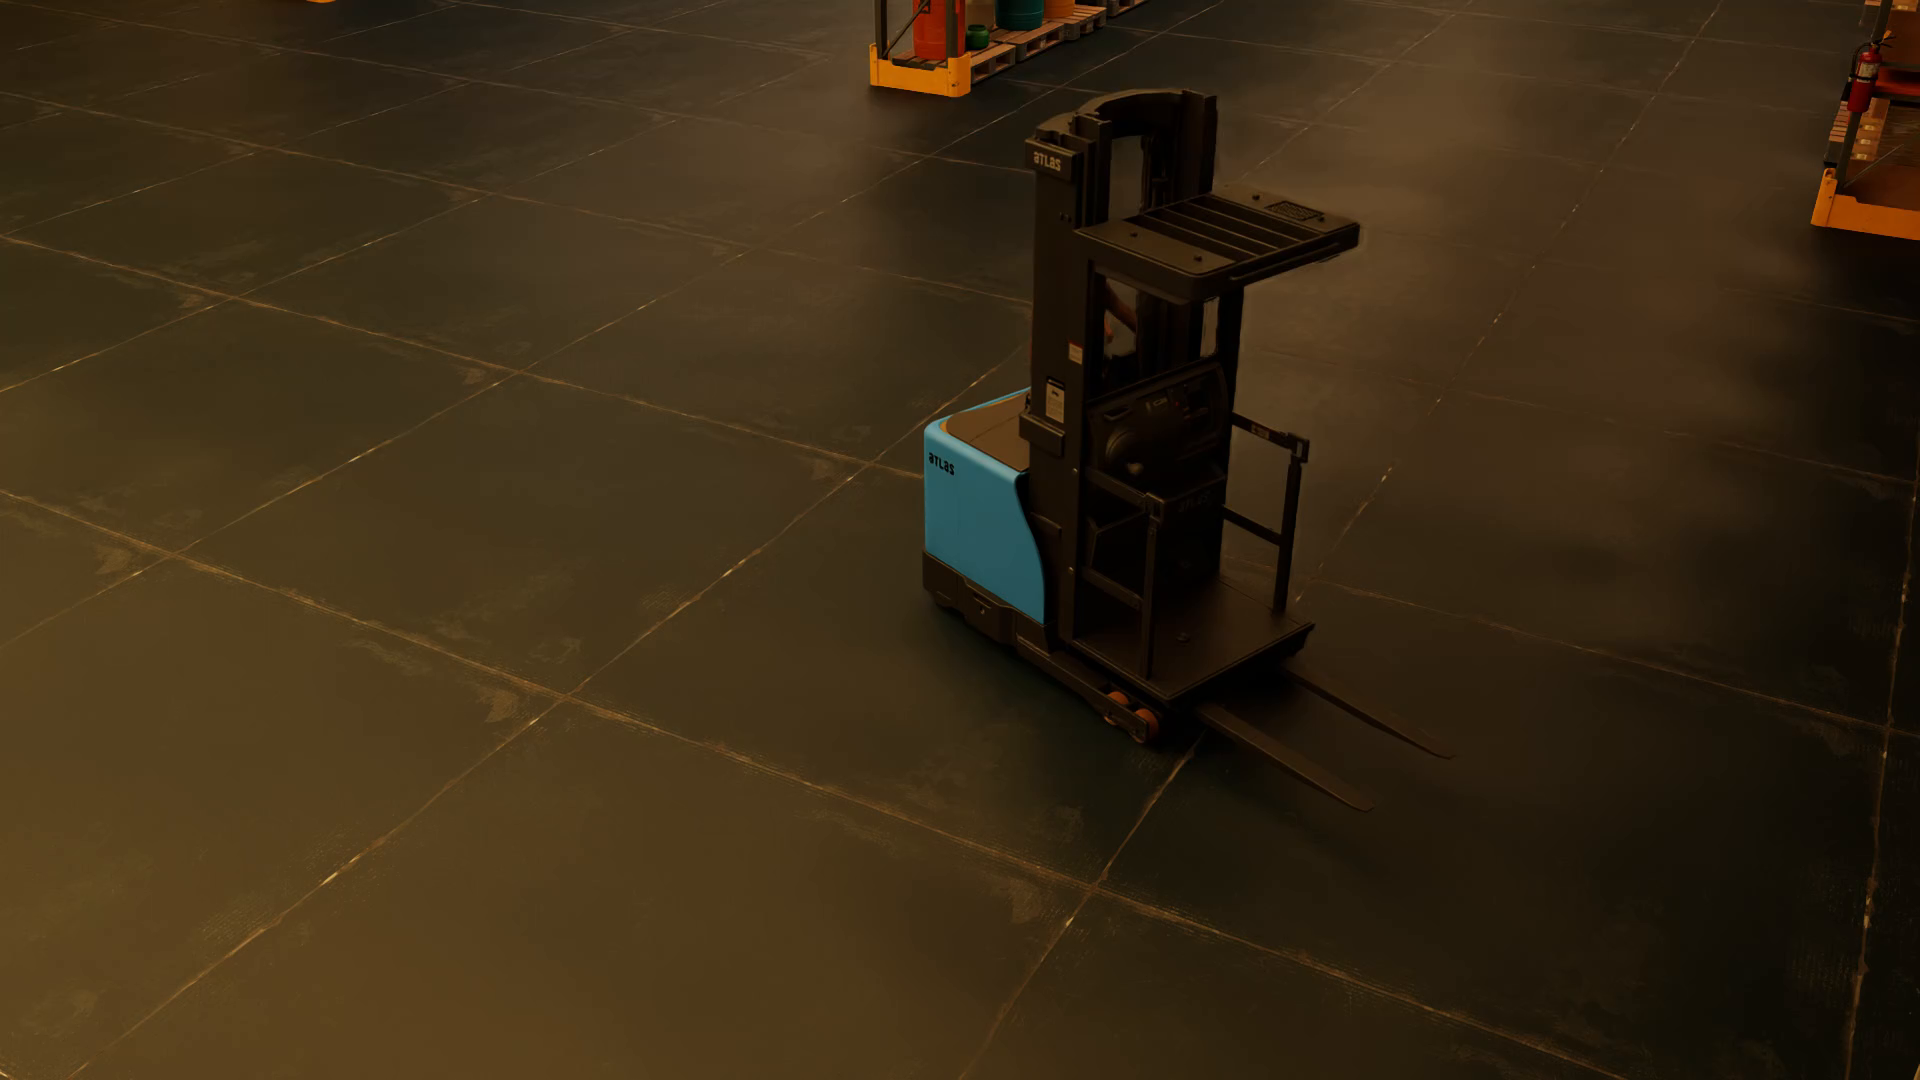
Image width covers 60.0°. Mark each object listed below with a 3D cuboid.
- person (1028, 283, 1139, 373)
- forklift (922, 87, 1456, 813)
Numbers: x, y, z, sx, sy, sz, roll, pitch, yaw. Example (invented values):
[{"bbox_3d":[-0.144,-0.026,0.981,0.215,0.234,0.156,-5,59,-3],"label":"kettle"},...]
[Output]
[{"bbox_3d":[0.874,-1.242,10.719,0.861,1.542,0.879,3,30,5],"label":"person"},{"bbox_3d":[1.114,-0.548,8.019,1.130,2.935,3.031,-22,37,-33],"label":"forklift"}]
